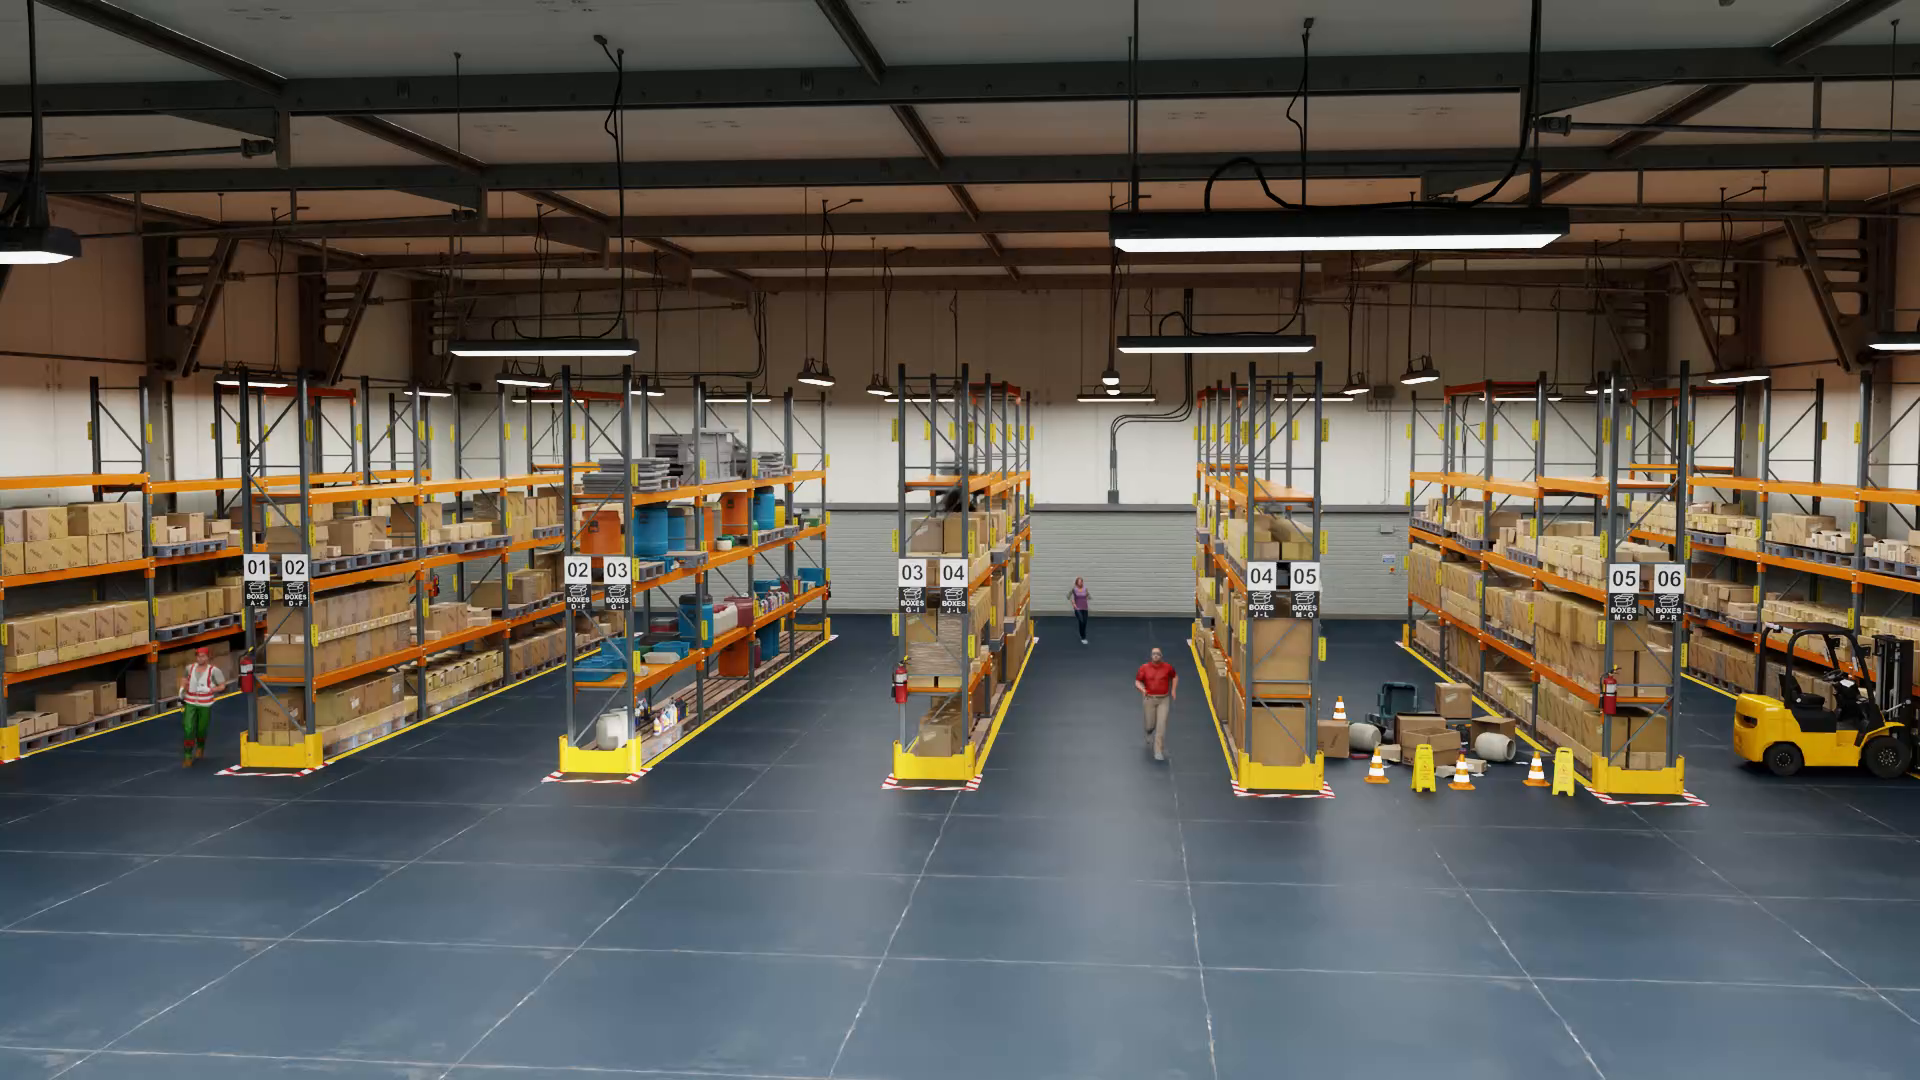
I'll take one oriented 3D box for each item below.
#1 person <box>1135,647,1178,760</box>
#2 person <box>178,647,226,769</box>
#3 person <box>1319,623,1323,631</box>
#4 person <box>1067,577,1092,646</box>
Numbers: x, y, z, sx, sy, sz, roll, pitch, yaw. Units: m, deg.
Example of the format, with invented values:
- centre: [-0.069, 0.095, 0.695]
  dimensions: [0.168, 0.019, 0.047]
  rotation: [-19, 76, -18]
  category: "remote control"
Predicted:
- centre: [3.056, 2.507, 25.771]
  dimensions: [0.678, 1.692, 0.917]
  rotation: [0, 4, 3]
  category: "person"
- centre: [-11.482, 2.513, 25.216]
  dimensions: [0.682, 1.811, 0.908]
  rotation: [-1, 4, -12]
  category: "person"
- centre: [8.412, 1.547, 40.459]
  dimensions: [0.922, 1.696, 0.614]
  rotation: [0, 4, -5]
  category: "person"
- centre: [2.841, 1.690, 39.369]
  dimensions: [0.537, 1.638, 0.694]
  rotation: [-1, 4, -15]
  category: "person"
